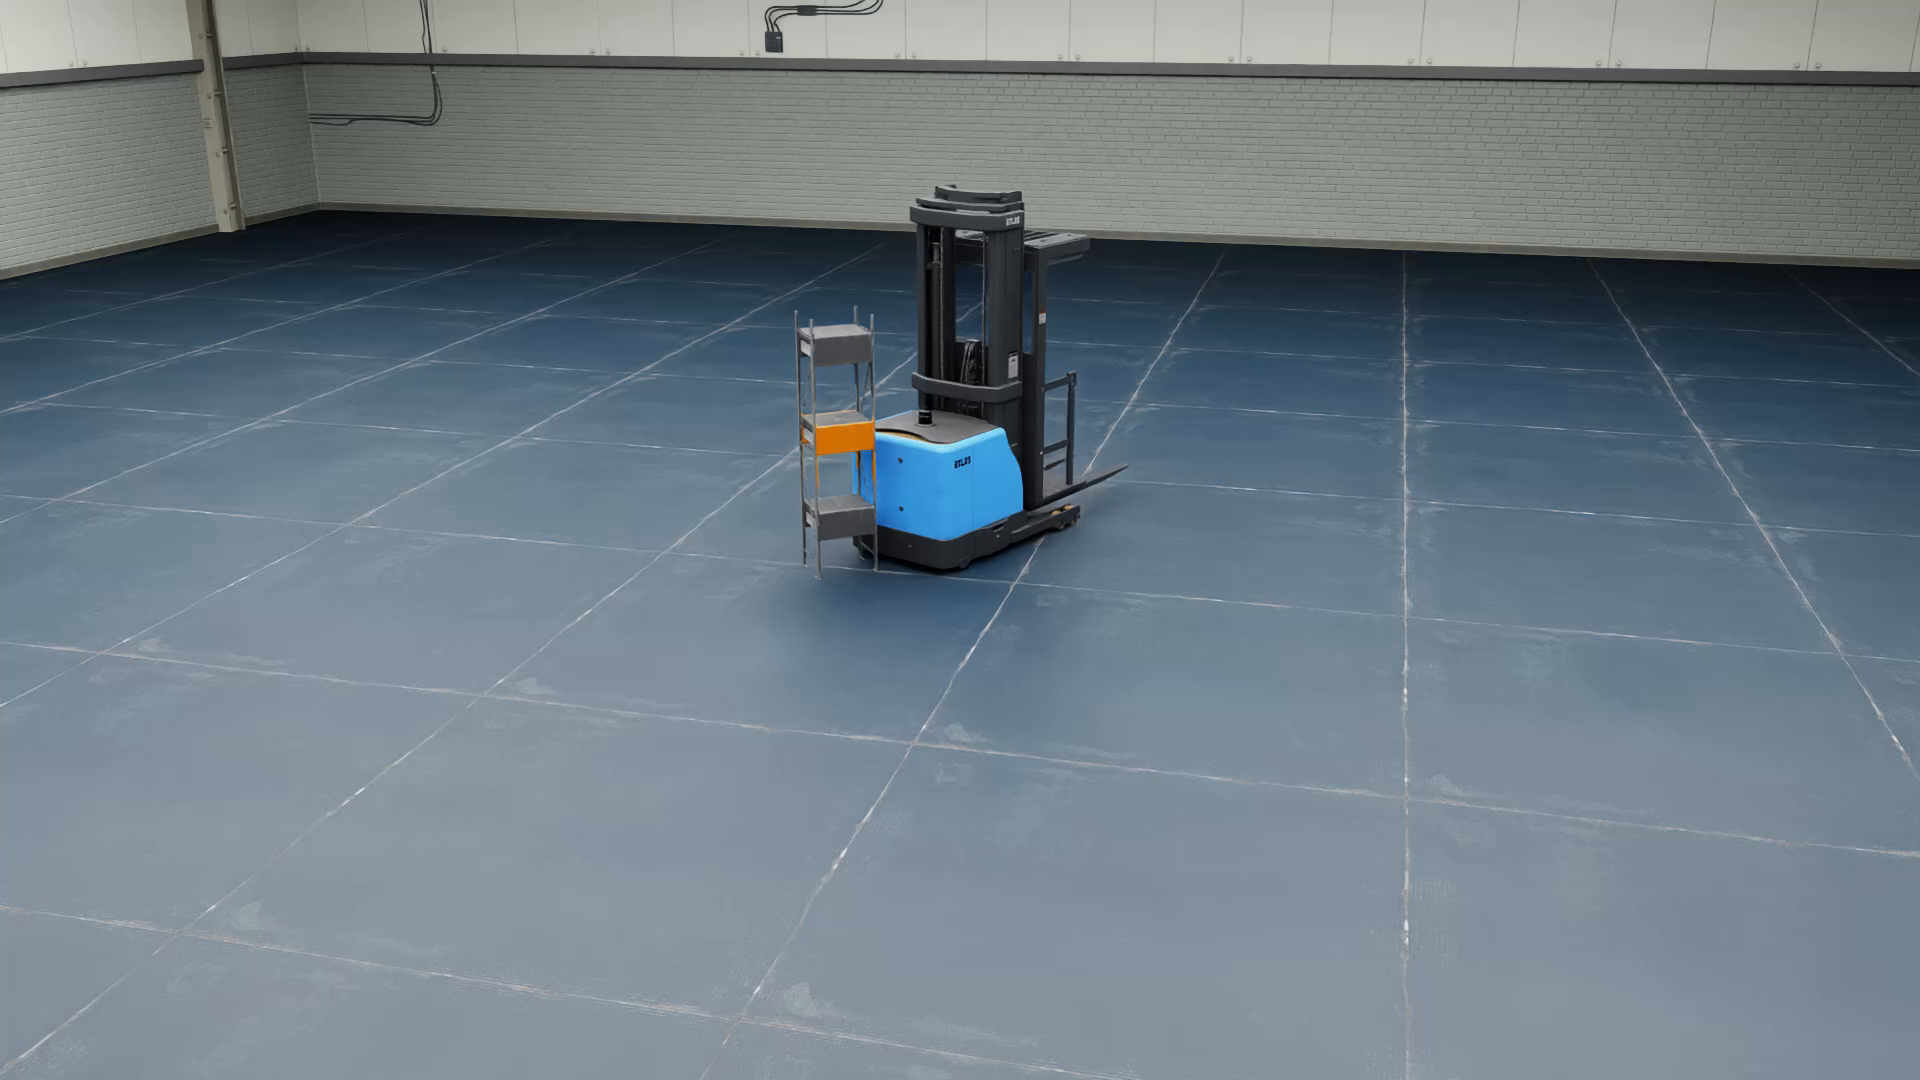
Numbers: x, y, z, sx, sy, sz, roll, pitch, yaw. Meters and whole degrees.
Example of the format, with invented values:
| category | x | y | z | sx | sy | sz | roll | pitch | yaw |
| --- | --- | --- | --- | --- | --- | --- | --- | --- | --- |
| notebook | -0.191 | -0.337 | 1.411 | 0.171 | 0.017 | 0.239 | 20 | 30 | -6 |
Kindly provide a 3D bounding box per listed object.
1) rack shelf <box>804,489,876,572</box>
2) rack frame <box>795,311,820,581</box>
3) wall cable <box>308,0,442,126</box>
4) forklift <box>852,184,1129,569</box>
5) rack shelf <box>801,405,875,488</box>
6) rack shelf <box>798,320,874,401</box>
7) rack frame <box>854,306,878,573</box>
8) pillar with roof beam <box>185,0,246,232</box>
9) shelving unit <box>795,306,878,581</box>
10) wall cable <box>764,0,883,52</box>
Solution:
| category | x | y | z | sx | sy | sz | roll | pitch | yaw |
| --- | --- | --- | --- | --- | --- | --- | --- | --- | --- |
| rack shelf | -0.973 | -0.081 | 13.383 | 0.480 | 0.518 | 0.431 | -8 | 20 | -22 |
| rack frame | -1.197 | -0.725 | 13.061 | 0.015 | 2.100 | 0.400 | -8 | 20 | -22 |
| wall cable | -11.654 | -9.416 | 32.636 | 3.097 | 2.526 | 0.112 | 5 | 19 | 13 |
| forklift | 0.400 | -1.563 | 14.229 | 1.130 | 2.935 | 3.031 | 14 | 23 | 35 |
| rack shelf | -0.972 | -0.743 | 13.156 | 0.480 | 0.518 | 0.431 | -8 | 20 | -22 |
| rack shelf | -0.972 | -1.405 | 12.928 | 0.480 | 0.518 | 0.431 | -8 | 20 | -22 |
| rack frame | -0.748 | -0.787 | 13.242 | 0.015 | 2.100 | 0.400 | -8 | 20 | -22 |
| pillar with roof beam | -9.481 | -9.726 | 28.741 | 9.100 | 9.000 | 0.400 | 5 | 19 | 13 |
| shelving unit | -0.972 | -0.756 | 13.151 | 0.503 | 2.100 | 0.431 | -8 | 20 | -22 |
| wall cable | -2.452 | -11.740 | 29.374 | 2.305 | 6.003 | 0.169 | 5 | 19 | 13 |
